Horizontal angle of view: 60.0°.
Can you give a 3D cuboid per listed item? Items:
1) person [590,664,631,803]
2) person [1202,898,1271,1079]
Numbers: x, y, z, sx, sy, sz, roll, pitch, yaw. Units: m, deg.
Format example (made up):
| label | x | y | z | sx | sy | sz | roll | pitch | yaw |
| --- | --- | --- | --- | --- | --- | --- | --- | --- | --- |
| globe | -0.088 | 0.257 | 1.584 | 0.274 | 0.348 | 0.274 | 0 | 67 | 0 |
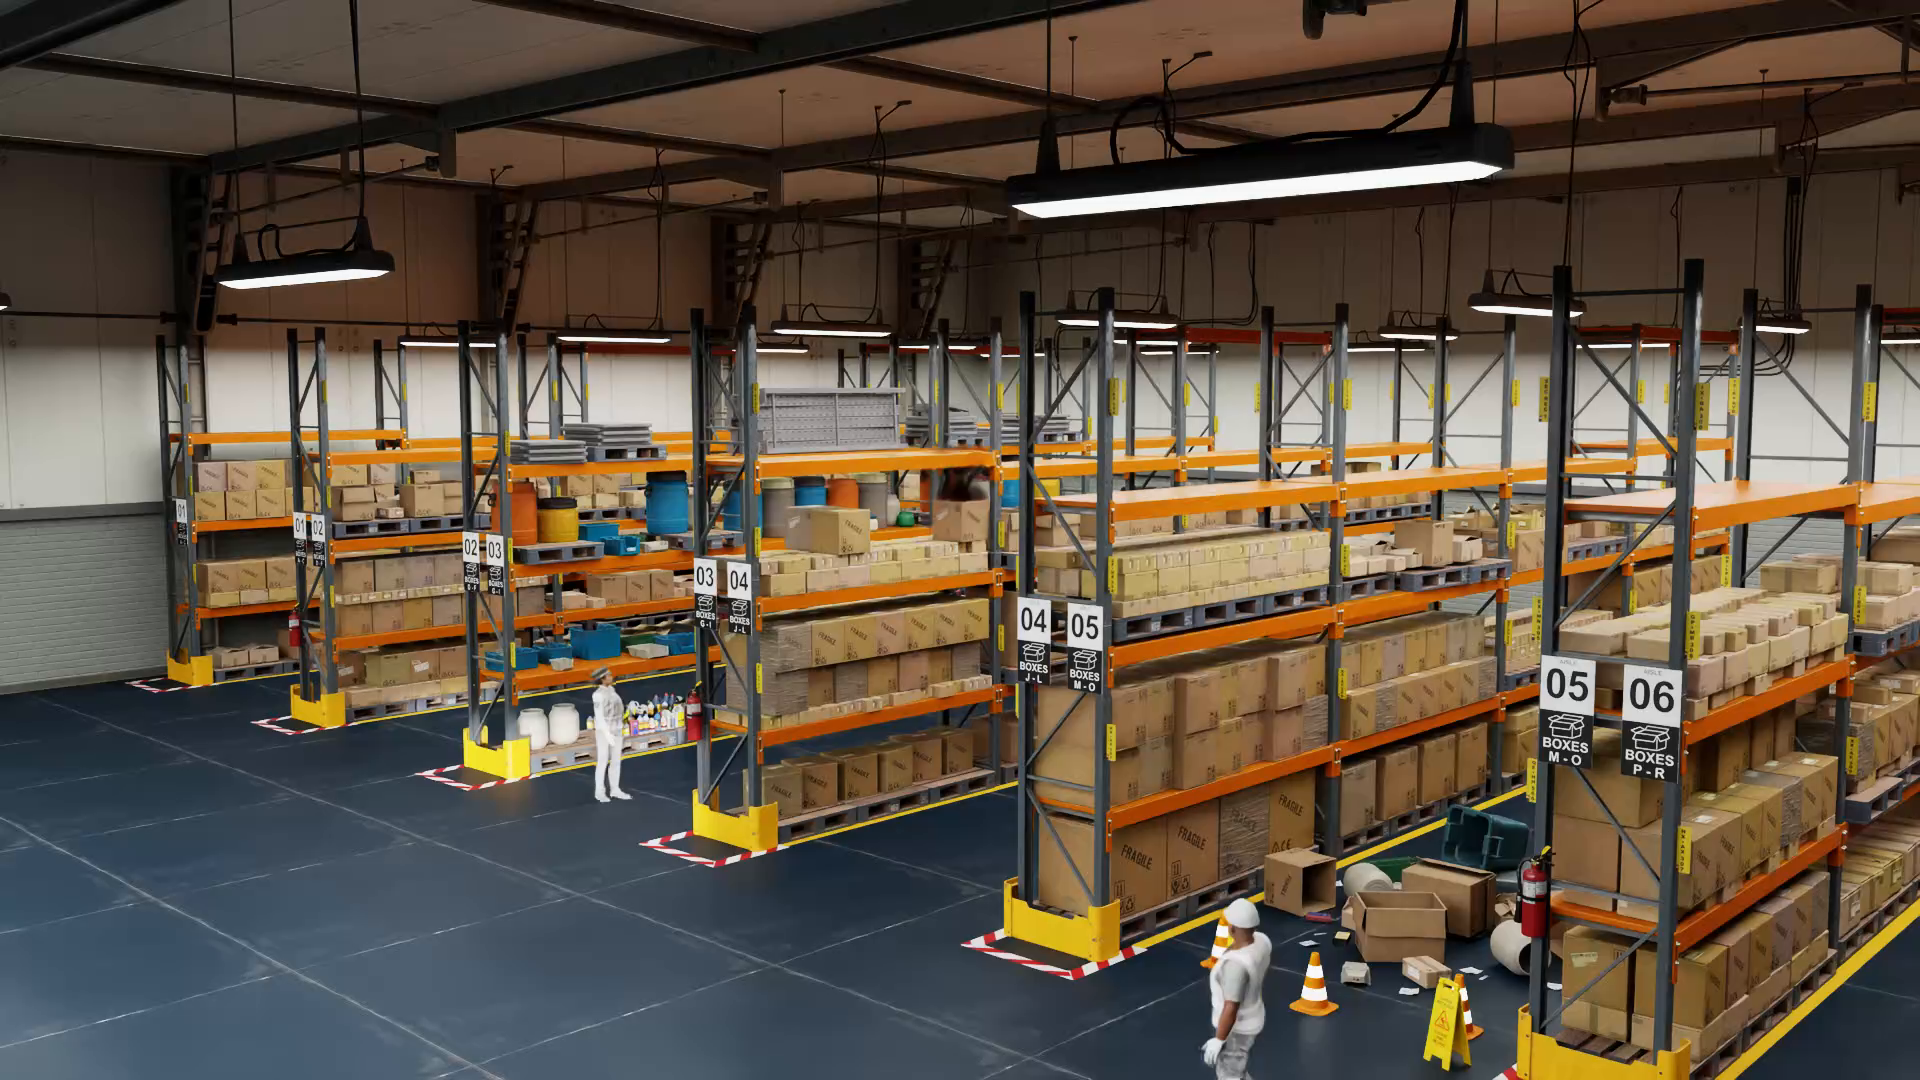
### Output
| label | x | y | z | sx | sy | sz | roll | pitch | yaw |
| --- | --- | --- | --- | --- | --- | --- | --- | --- | --- |
| person | -4.337 | 2.391 | 20.642 | 0.500 | 1.703 | 0.533 | 3 | 6 | 31 |
| person | 1.843 | 3.233 | 11.053 | 0.496 | 1.780 | 0.656 | 2 | 6 | 17 |
